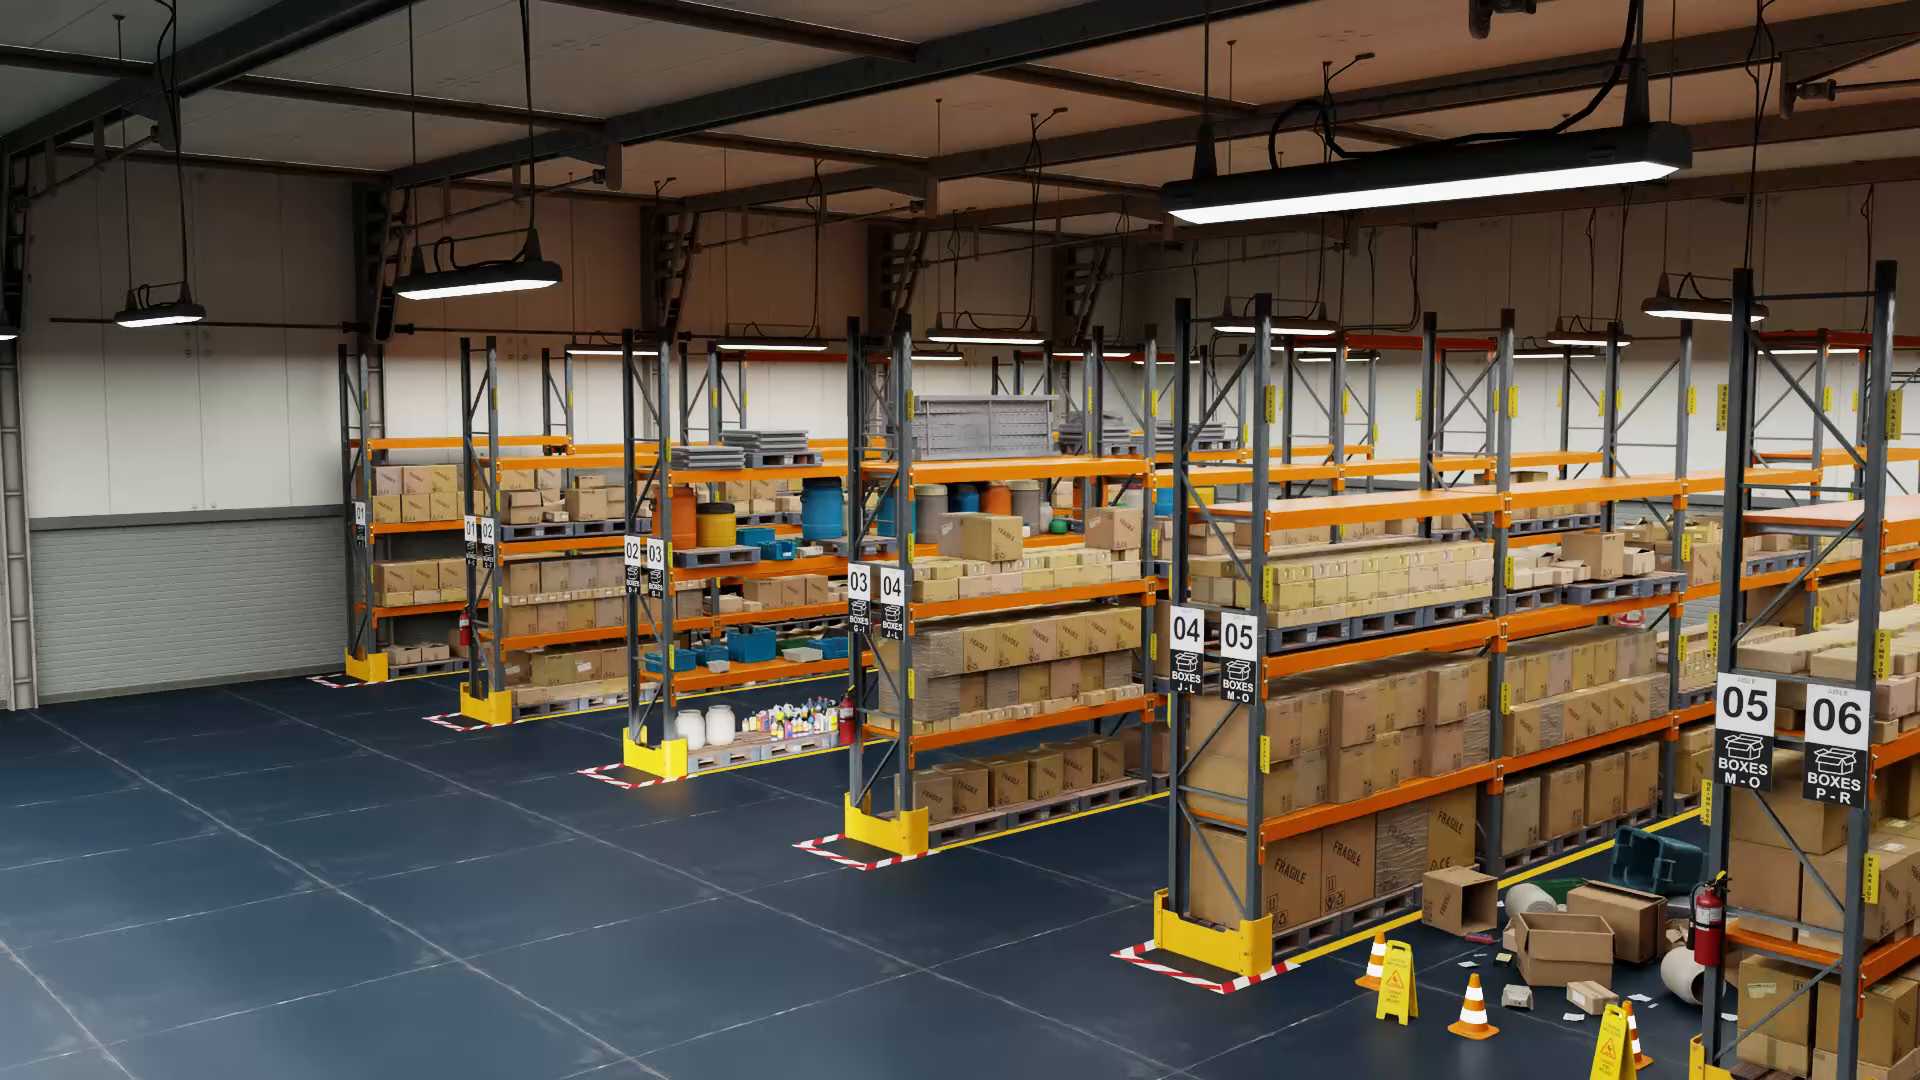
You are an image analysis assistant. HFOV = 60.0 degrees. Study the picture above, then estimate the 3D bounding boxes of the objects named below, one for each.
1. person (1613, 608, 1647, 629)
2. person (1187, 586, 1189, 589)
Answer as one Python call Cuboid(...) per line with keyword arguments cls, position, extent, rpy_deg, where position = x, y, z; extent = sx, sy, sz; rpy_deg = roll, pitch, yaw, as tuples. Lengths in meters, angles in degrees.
Cuboid(cls="person", position=(12.074, 1.615, 29.999), extent=(0.686, 1.776, 0.613), rpy_deg=(0, 5, 0))
Cuboid(cls="person", position=(5.235, 0.845, 38.573), extent=(0.740, 1.716, 0.626), rpy_deg=(0, 5, -2))
